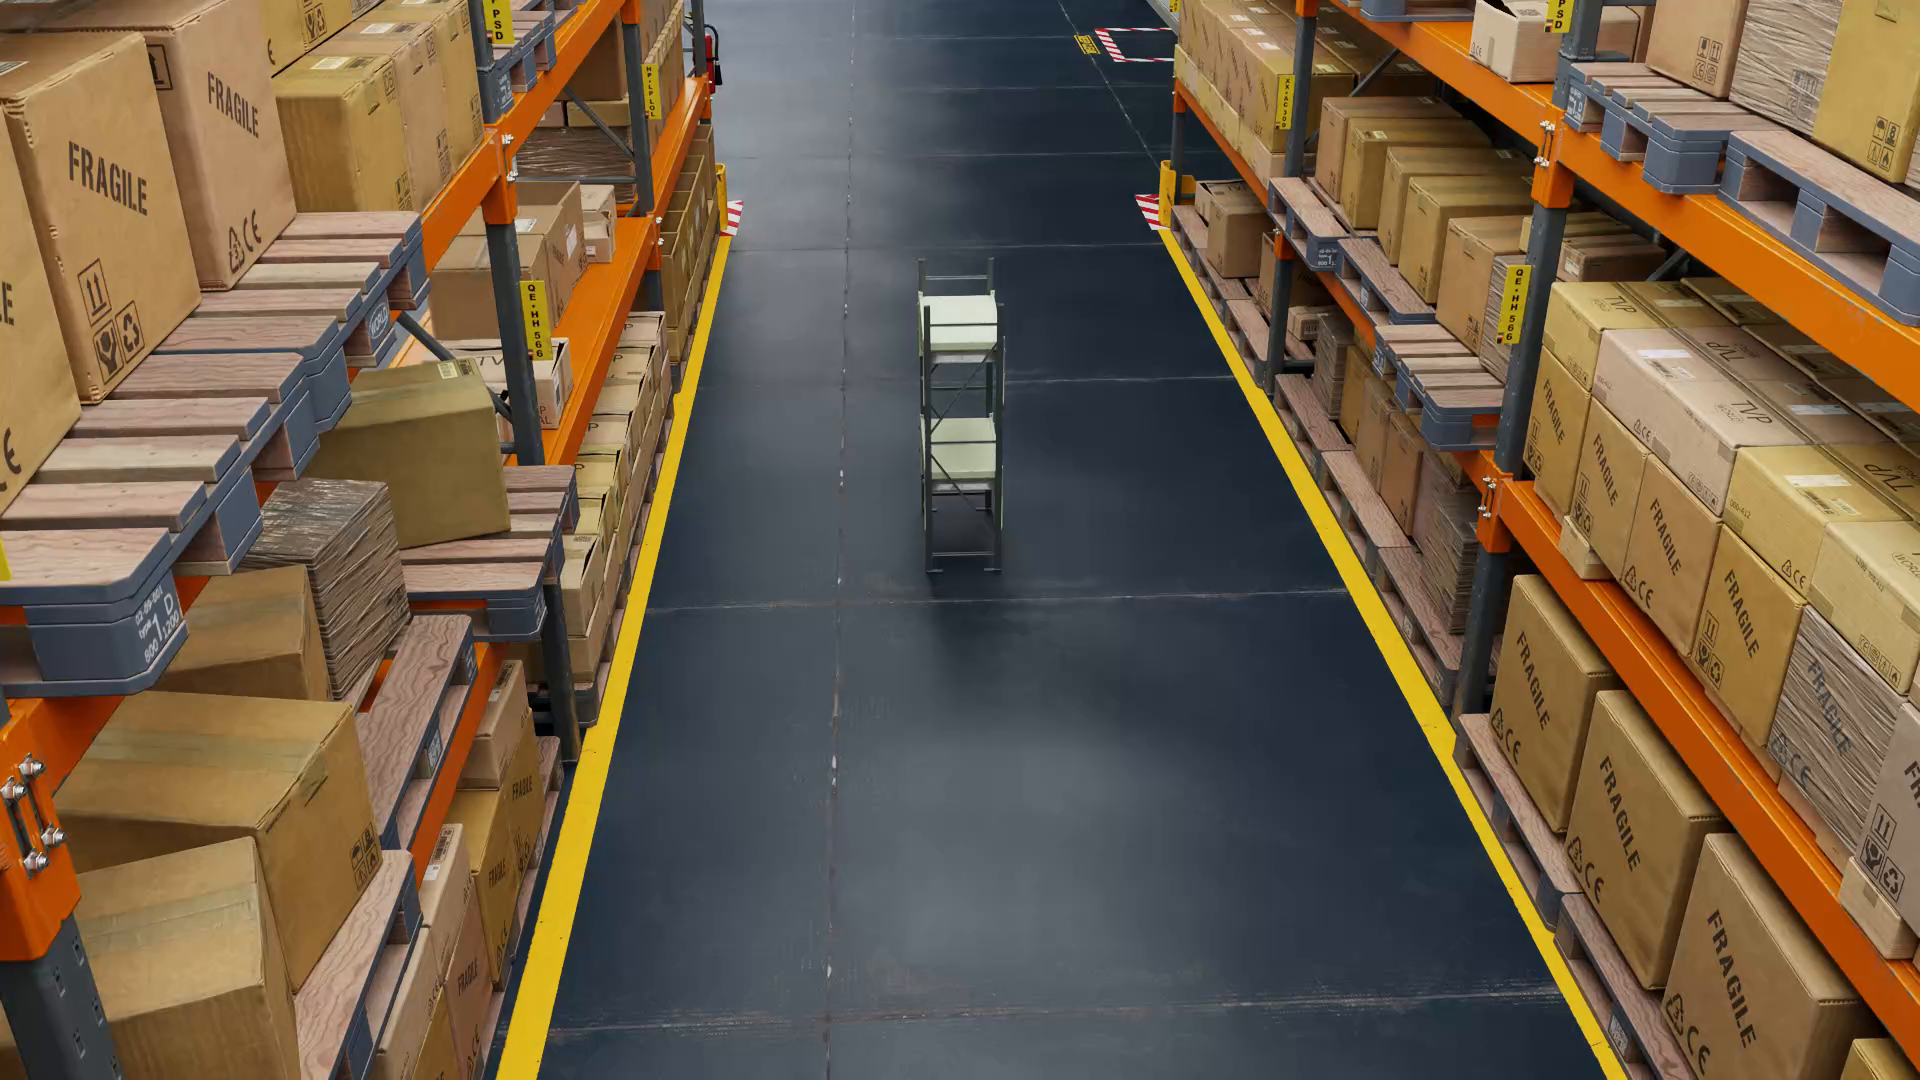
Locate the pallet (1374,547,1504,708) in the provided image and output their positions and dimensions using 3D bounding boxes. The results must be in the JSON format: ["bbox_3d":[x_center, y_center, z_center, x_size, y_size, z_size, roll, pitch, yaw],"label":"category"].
[{"bbox_3d":[2.715,0.398,8.258,1.003,0.211,1.213,-1,28,-3],"label":"pallet"}]

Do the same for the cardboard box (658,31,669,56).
[{"bbox_3d":[-2.331,-3.612,12.123,0.380,0.149,0.250,-1,28,-1],"label":"cardboard box"}]

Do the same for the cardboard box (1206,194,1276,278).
[{"bbox_3d":[2.301,-2.333,12.707,0.700,0.500,0.500,-3,28,-6],"label":"cardboard box"}]

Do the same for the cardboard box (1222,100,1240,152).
[{"bbox_3d":[2.159,-2.940,11.784,0.500,0.250,0.500,-2,28,-3],"label":"cardboard box"}]

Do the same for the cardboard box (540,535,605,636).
[{"bbox_3d":[-1.926,0.180,7.575,0.500,0.311,0.500,0,28,-1],"label":"cardboard box"}]

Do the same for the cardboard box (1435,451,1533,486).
[{"bbox_3d":[2.698,-0.492,8.367,0.500,0.250,0.500,-1,28,-2],"label":"cardboard box"}]

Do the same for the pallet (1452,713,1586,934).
[{"bbox_3d":[2.720,1.125,6.864,1.003,0.211,1.213,-1,28,-3],"label":"pallet"}]

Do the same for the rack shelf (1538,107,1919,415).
[{"bbox_3d":[2.859,-0.564,4.623,1.077,0.370,4.000,-1,28,-3],"label":"rack shelf"}]

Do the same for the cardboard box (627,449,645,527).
[{"bbox_3d":[-2.013,-0.281,9.064,0.500,0.250,0.500,-1,28,-2],"label":"cardboard box"}]

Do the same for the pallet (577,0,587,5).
[{"bbox_3d":[-2.342,-3.041,8.800,0.805,0.209,1.217,-2,28,-5],"label":"pallet"}]

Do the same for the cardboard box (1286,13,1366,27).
[{"bbox_3d":[2.648,-3.530,12.104,0.500,0.500,0.500,-1,28,-2],"label":"cardboard box"}]

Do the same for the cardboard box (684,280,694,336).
[{"bbox_3d":[-2.144,-1.623,11.636,0.500,0.250,0.500,-1,28,-3],"label":"cardboard box"}]

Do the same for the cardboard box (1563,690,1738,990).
[{"bbox_3d":[2.701,1.037,5.888,0.750,0.750,0.750,-2,28,-3],"label":"cardboard box"}]

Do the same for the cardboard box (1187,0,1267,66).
[{"bbox_3d":[2.077,-3.990,12.986,0.500,0.500,0.500,-1,28,-2],"label":"cardboard box"}]

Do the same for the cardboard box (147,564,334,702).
[{"bbox_3d":[-2.137,0.447,4.588,0.700,0.500,0.500,-8,29,-16],"label":"cardboard box"}]

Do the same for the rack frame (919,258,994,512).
[{"bbox_3d":[-0.019,-0.837,9.233,0.400,1.500,0.023,-1,28,-3],"label":"rack frame"}]

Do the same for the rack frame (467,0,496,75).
[{"bbox_3d":[-2.192,-3.016,5.301,1.000,3.000,0.127,-1,28,-3],"label":"rack frame"}]

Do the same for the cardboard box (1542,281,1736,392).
[{"bbox_3d":[2.522,-0.765,6.212,0.500,0.250,0.500,-1,28,-1],"label":"cardboard box"}]

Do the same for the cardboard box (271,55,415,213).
[{"bbox_3d":[-2.082,-1.054,4.675,0.910,0.500,0.500,-1,28,-3],"label":"cardboard box"}]

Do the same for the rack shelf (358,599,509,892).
[{"bbox_3d":[-2.088,0.887,5.084,1.077,0.370,4.000,-1,28,-3],"label":"rack shelf"}]

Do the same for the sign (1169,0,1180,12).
[{"bbox_3d":[1.795,-4.542,13.779,0.100,0.325,0.005,-1,28,-3],"label":"sign"}]

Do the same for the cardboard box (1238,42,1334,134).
[{"bbox_3d":[2.180,-3.040,11.165,0.500,0.500,0.500,-2,28,-3],"label":"cardboard box"}]

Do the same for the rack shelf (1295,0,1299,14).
[{"bbox_3d":[2.441,-4.259,11.706,1.077,0.370,4.000,-1,28,-3],"label":"rack shelf"}]

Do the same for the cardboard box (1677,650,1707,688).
[{"bbox_3d":[2.635,0.377,5.534,0.380,0.149,0.250,-1,28,-2],"label":"cardboard box"}]

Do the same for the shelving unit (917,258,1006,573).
[{"bbox_3d":[0.000,-0.668,8.909,0.431,1.500,0.755,-1,28,-3],"label":"shelving unit"}]

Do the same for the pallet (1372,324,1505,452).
[{"bbox_3d":[2.611,-0.719,7.591,1.213,0.211,1.003,-1,28,-3],"label":"pallet"}]

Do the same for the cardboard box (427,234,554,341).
[{"bbox_3d":[-2.296,-1.175,8.150,0.500,0.500,0.500,-3,28,-5],"label":"cardboard box"}]

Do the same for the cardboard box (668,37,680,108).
[{"bbox_3d":[-2.566,-3.636,12.870,0.700,0.500,0.500,-1,28,-1],"label":"cardboard box"}]

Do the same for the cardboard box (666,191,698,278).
[{"bbox_3d":[-2.165,-2.186,11.906,0.500,0.500,0.500,-1,28,-3],"label":"cardboard box"}]

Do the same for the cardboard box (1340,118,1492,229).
[{"bbox_3d":[2.560,-2.070,9.391,0.700,0.500,0.500,1,28,3],"label":"cardboard box"}]

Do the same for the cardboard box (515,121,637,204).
[{"bbox_3d":[-2.431,-2.452,10.600,0.700,0.500,0.500,-2,28,-4],"label":"cardboard box"}]

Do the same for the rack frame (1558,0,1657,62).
[{"bbox_3d":[2.754,-3.137,5.534,1.000,3.000,0.127,-1,28,-3],"label":"rack frame"}]

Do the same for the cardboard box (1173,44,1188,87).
[{"bbox_3d":[2.045,-3.881,13.588,0.500,0.250,0.500,-2,28,-4],"label":"cardboard box"}]

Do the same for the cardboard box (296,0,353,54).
[{"bbox_3d":[-2.149,-1.736,4.902,0.500,0.500,0.500,-1,28,-3],"label":"cardboard box"}]

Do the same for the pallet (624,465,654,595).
[{"bbox_3d":[-2.257,-0.063,9.142,1.003,0.211,1.213,-1,28,-3],"label":"pallet"}]

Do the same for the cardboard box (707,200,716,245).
[{"bbox_3d":[-2.249,-2.546,13.407,0.500,0.250,0.500,-1,28,-3],"label":"cardboard box"}]

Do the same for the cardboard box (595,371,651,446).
[{"bbox_3d":[-2.037,-0.768,9.392,0.500,0.311,0.500,-1,28,-3],"label":"cardboard box"}]

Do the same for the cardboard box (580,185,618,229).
[{"bbox_3d":[-2.332,-1.910,9.831,0.500,0.250,0.500,0,28,1],"label":"cardboard box"}]

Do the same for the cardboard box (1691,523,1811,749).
[{"bbox_3d":[2.602,0.280,5.018,0.500,0.500,0.500,-1,28,-1],"label":"cardboard box"}]

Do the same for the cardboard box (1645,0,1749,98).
[{"bbox_3d":[2.837,-1.828,5.684,0.700,0.500,0.500,-3,28,-7],"label":"cardboard box"}]

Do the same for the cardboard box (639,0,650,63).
[{"bbox_3d":[-2.484,-3.492,11.190,0.700,0.500,0.500,-1,28,-3],"label":"cardboard box"}]

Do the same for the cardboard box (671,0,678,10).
[{"bbox_3d":[-2.596,-4.429,12.988,0.700,0.500,0.500,-1,28,-2],"label":"cardboard box"}]

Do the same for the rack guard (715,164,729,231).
[{"bbox_3d":[-2.611,-2.953,14.371,1.175,0.500,0.348,-1,28,-3],"label":"rack guard"}]

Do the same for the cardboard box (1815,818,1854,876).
[{"bbox_3d":[2.639,0.852,4.623,0.380,0.149,0.250,-1,28,-3],"label":"cardboard box"}]

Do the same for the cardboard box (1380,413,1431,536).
[{"bbox_3d":[2.700,-0.365,8.933,0.700,0.500,0.500,-2,28,-3],"label":"cardboard box"}]

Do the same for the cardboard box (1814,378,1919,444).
[{"bbox_3d":[3.084,-0.315,5.348,0.500,0.250,0.500,-2,28,-4],"label":"cardboard box"}]

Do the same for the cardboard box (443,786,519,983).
[{"bbox_3d":[-1.882,1.223,5.889,0.500,0.500,0.500,-2,28,-5],"label":"cardboard box"}]

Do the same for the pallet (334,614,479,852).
[{"bbox_3d":[-2.086,0.627,5.011,1.003,0.211,1.213,-1,28,-3],"label":"pallet"}]

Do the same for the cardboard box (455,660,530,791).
[{"bbox_3d":[-1.902,0.677,6.124,0.500,0.250,0.500,0,28,-1],"label":"cardboard box"}]

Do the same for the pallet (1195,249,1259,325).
[{"bbox_3d":[2.408,-1.962,12.783,1.003,0.211,1.213,-1,28,-3],"label":"pallet"}]

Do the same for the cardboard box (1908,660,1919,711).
[{"bbox_3d":[2.666,0.407,3.964,0.500,0.250,0.500,-1,28,-2],"label":"cardboard box"}]

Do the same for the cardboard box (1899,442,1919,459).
[{"bbox_3d":[3.111,-0.080,4.897,0.500,0.250,0.500,-2,28,-4],"label":"cardboard box"}]

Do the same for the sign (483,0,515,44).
[{"bbox_3d":[-1.650,-1.927,5.898,0.100,0.325,0.005,-1,28,-3],"label":"sign"}]

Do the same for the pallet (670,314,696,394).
[{"bbox_3d":[-2.401,-1.335,11.581,1.003,0.211,1.213,-1,28,-3],"label":"pallet"}]

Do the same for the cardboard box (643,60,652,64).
[{"bbox_3d":[-2.276,-3.135,11.208,0.380,0.149,0.250,-2,28,-4],"label":"cardboard box"}]

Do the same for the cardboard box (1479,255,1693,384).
[{"bbox_3d":[2.720,-0.933,7.212,0.700,0.500,0.500,-5,28,-9],"label":"cardboard box"}]

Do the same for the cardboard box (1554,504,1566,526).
[{"bbox_3d":[2.545,-0.100,6.449,0.380,0.149,0.250,-1,28,-2],"label":"cardboard box"}]

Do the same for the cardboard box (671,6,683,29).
[{"bbox_3d":[-2.385,-4.089,13.038,0.380,0.149,0.250,-1,28,-1],"label":"cardboard box"}]
